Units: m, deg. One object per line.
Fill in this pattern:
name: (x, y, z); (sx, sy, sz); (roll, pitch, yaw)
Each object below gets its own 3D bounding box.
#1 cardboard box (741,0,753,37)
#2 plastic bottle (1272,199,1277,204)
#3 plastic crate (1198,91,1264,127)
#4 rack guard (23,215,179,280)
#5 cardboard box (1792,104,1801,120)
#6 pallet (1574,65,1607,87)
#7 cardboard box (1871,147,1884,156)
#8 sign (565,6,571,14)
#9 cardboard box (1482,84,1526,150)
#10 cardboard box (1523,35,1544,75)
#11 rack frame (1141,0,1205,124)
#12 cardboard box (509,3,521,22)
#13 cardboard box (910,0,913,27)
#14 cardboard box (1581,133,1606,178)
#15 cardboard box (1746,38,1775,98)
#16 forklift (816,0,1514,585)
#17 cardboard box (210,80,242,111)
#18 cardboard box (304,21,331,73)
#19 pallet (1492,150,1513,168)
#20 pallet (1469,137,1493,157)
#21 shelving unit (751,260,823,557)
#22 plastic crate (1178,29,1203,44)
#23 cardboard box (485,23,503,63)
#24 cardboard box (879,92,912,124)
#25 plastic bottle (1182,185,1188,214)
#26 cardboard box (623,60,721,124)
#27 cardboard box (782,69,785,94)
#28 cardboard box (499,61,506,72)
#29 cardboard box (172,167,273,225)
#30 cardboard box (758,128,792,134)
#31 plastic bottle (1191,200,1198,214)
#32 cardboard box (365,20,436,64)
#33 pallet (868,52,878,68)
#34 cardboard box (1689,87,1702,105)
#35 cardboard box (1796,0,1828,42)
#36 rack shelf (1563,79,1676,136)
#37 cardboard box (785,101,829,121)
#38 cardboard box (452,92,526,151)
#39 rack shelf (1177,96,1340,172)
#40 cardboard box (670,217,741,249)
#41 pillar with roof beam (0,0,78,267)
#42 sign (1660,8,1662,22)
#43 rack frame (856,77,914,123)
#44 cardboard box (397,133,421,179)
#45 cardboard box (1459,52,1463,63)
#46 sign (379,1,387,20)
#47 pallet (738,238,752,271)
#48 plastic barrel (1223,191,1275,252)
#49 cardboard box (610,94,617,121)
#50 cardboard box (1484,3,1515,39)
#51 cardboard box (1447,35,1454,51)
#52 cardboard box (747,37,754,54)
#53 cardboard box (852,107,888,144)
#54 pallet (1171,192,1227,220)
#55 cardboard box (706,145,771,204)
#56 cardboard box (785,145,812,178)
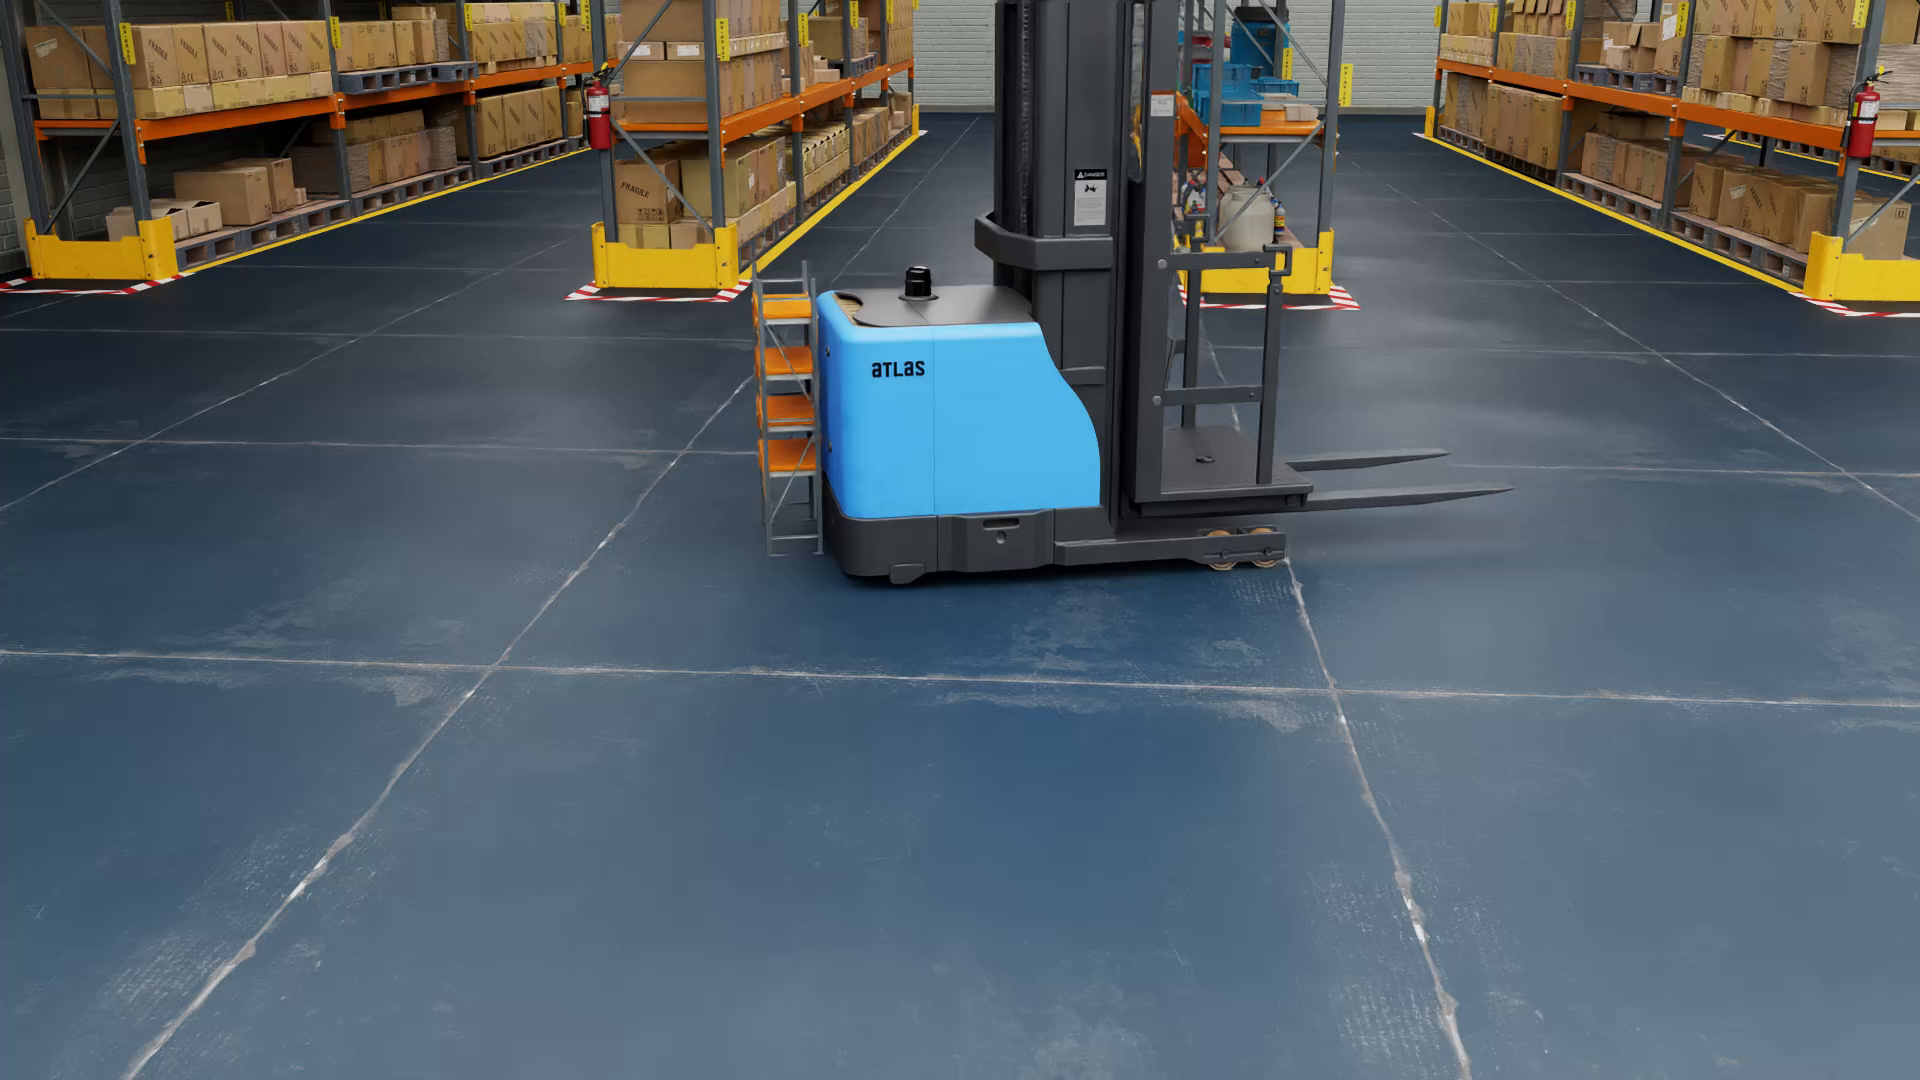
cardboard box: (-2.302, -4.877, 15.247); (0.700, 0.500, 0.500); (1, 18, 4)
plastic bottle: (2.958, -3.071, 15.654); (0.097, 0.271, 0.097); (0, 18, 0)
plastic crate: (2.223, -3.556, 13.698); (0.499, 0.251, 0.616); (1, 18, 4)
rack guard: (-7.391, -2.522, 14.317); (1.175, 0.500, 0.348); (1, 18, 4)
cardboard box: (7.318, -3.639, 14.114); (0.380, 0.149, 0.250); (1, 18, 4)
pallet: (8.054, -5.524, 19.773); (1.213, 0.211, 1.003); (1, 18, 4)
cardboard box: (12.872, -5.563, 22.923); (0.500, 0.500, 0.500); (2, 18, 6)
sign: (-6.802, -9.119, 28.917); (0.100, 0.325, 0.005); (1, 18, 4)
cardboard box: (8.260, -6.072, 23.875); (1.225, 0.875, 0.875); (1, 18, 4)
cardboard box: (7.900, -6.519, 22.342); (0.500, 0.500, 0.500); (2, 18, 5)
rack frame: (3.632, -8.434, 28.346); (1.000, 3.000, 0.127); (1, 18, 4)
cardboard box: (-6.433, -7.342, 23.137); (0.500, 0.250, 0.500); (1, 18, 3)
cardboard box: (-1.066, -8.924, 28.075); (0.500, 0.500, 0.500); (1, 18, 3)
cardboard box: (7.971, -4.652, 20.110); (0.700, 0.500, 0.500); (0, 18, 1)
cardboard box: (7.535, -4.181, 14.727); (0.875, 0.500, 0.500); (1, 18, 4)
forklift: (0.920, -1.422, 7.054); (3.031, 2.935, 1.130); (-4, 18, -11)
cardboard box: (-6.979, -4.089, 15.292); (0.500, 0.250, 0.500); (1, 18, 3)
cardboard box: (-6.835, -5.069, 17.081); (0.500, 0.500, 0.500); (1, 18, 4)
pallet: (8.306, -5.515, 23.915); (1.003, 0.211, 1.213); (1, 18, 4)
pallet: (8.418, -5.991, 25.367); (1.003, 0.211, 1.213); (1, 18, 4)
shelving unit: (-0.754, -0.579, 7.263); (0.258, 1.200, 0.503); (-3, 18, -9)
plastic crate: (3.794, -8.371, 28.001); (0.616, 0.435, 0.499); (1, 18, 4)
cardboard box: (-6.486, -6.677, 22.312); (0.500, 0.500, 0.500); (2, 18, 6)
cardboard box: (-1.101, -7.393, 28.475); (0.500, 0.500, 0.500); (1, 18, 4)
plastic bottle: (2.316, -3.432, 16.747); (0.152, 0.276, 0.135); (2, 18, 6)
cardboard box: (-2.409, -3.769, 13.947); (0.700, 0.500, 0.500); (1, 18, 4)
cardboard box: (-2.177, -4.902, 17.806); (0.500, 0.250, 0.500); (2, 18, 7)
cardboard box: (-6.504, -6.558, 22.992); (0.380, 0.149, 0.250); (2, 18, 5)
cardboard box: (-7.114, -3.324, 16.058); (0.700, 0.500, 0.500); (0, 18, 0)
cardboard box: (-2.241, -4.901, 20.405); (0.500, 0.311, 0.500); (1, 18, 3)
plastic bottle: (2.170, -3.000, 15.417); (0.061, 0.283, 0.133); (2, 18, 5)
cardboard box: (-6.860, -6.107, 20.376); (0.700, 0.500, 0.500); (0, 18, -1)
pallet: (-1.761, -6.967, 24.175); (1.003, 0.211, 1.213); (1, 18, 4)
cardboard box: (7.366, -4.340, 16.254); (0.380, 0.149, 0.250); (1, 18, 4)
cardboard box: (7.248, -4.350, 13.638); (0.500, 0.500, 0.500); (1, 18, 4)
rack shelf: (7.856, -4.876, 18.642); (1.077, 0.370, 4.000); (1, 18, 4)
cardboard box: (-2.049, -5.752, 22.264); (0.500, 0.250, 0.500); (2, 18, 6)
cardboard box: (-6.570, -5.846, 23.225); (0.750, 0.750, 0.750); (1, 18, 4)
rack shelf: (2.629, -3.744, 15.188); (1.077, 0.370, 4.000); (1, 18, 4)
cardboard box: (-2.195, -2.631, 14.377); (0.500, 0.250, 0.500); (1, 18, 4)
pillar with roof beam: (-3.915, -6.678, 13.350); (9.100, 9.000, 0.400); (1, 18, 4)
sign: (8.541, -6.342, 20.230); (0.100, 0.325, 0.005); (1, 18, 4)
rack frame: (-1.308, -8.546, 28.687); (1.000, 3.000, 0.127); (1, 18, 4)
cardboard box: (-6.983, -4.655, 20.120); (0.700, 0.500, 0.500); (1, 18, 4)
cardboard box: (8.109, -7.624, 26.276); (0.380, 0.149, 0.250); (1, 18, 3)
sign: (-7.377, -6.732, 21.292); (0.100, 0.325, 0.005); (1, 18, 4)
pallet: (-2.442, -2.490, 14.683); (1.003, 0.211, 1.213); (1, 18, 4)
plastic barrel: (2.456, -2.688, 14.131); (0.421, 0.512, 0.421); (0, 18, 0)
cardboard box: (-6.236, -7.292, 28.200); (0.700, 0.500, 0.500); (1, 18, 4)
cardboard box: (8.052, -7.657, 24.531); (0.500, 0.500, 0.500); (2, 18, 5)
cardboard box: (8.238, -8.089, 27.056); (0.500, 0.250, 0.500); (1, 18, 3)
cardboard box: (-2.101, -4.527, 15.219); (0.380, 0.149, 0.250); (1, 18, 4)
cardboard box: (-1.344, -6.165, 24.729); (0.500, 0.500, 0.500); (1, 18, 4)
pallet: (2.790, -3.627, 18.153); (1.003, 0.211, 1.213); (1, 18, 4)
cardboard box: (-2.085, -3.453, 15.682); (0.500, 0.500, 0.500); (1, 18, 4)
cardboard box: (-1.890, -4.101, 17.963); (0.500, 0.311, 0.500); (1, 18, 4)
